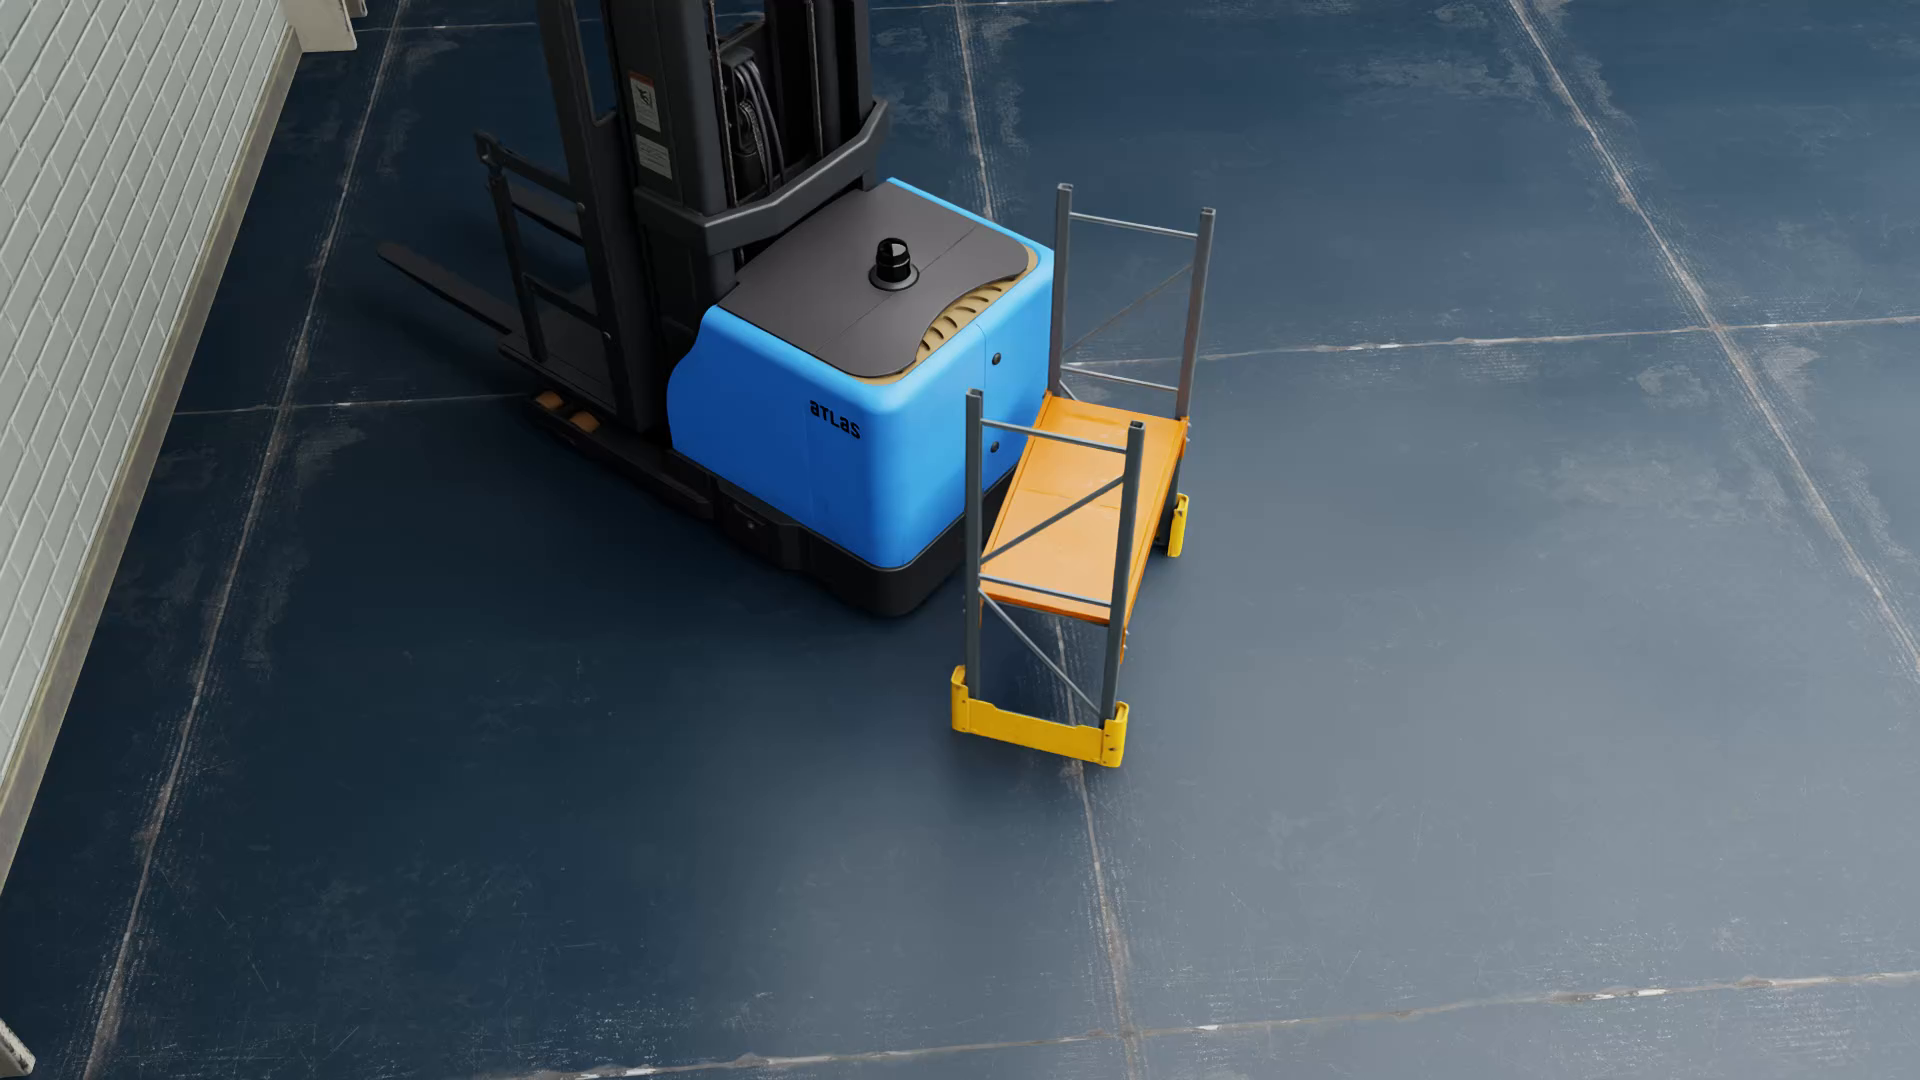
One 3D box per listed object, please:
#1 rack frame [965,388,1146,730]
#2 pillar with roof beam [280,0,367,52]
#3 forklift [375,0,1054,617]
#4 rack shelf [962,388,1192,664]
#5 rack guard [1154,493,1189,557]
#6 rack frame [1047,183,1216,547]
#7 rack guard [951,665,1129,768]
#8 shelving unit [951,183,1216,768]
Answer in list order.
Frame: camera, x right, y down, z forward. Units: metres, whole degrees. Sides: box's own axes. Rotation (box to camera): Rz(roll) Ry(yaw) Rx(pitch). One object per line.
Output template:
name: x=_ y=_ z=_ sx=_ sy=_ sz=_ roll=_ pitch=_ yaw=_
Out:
rack frame: x=0.259 y=0.157 z=5.068 sx=0.500 sy=1.500 sz=0.032 roll=12 pitch=48 yaw=11
pillar with roof beam: x=0.967 y=-6.046 z=5.778 sx=9.100 sy=9.000 sz=0.400 roll=-3 pitch=47 yaw=-3
forklift: x=-1.107 y=-1.627 z=5.772 sx=3.031 sy=2.935 sz=1.130 roll=29 pitch=53 yaw=25
rack shelf: x=0.404 y=-0.072 z=5.533 sx=0.538 sy=0.185 sz=1.000 roll=12 pitch=48 yaw=11
rack guard: x=0.544 y=-0.107 z=6.179 sx=0.587 sy=0.250 sz=0.087 roll=12 pitch=48 yaw=11
rack frame: x=0.550 y=-0.550 z=5.738 sx=0.500 sy=1.500 sz=0.032 roll=12 pitch=48 yaw=11
rack guard: x=0.259 y=0.586 z=5.523 sx=0.587 sy=0.250 sz=0.087 roll=12 pitch=48 yaw=11
shelving unit: x=0.402 y=-0.190 z=5.397 sx=0.587 sy=1.500 sz=1.083 roll=12 pitch=48 yaw=11
